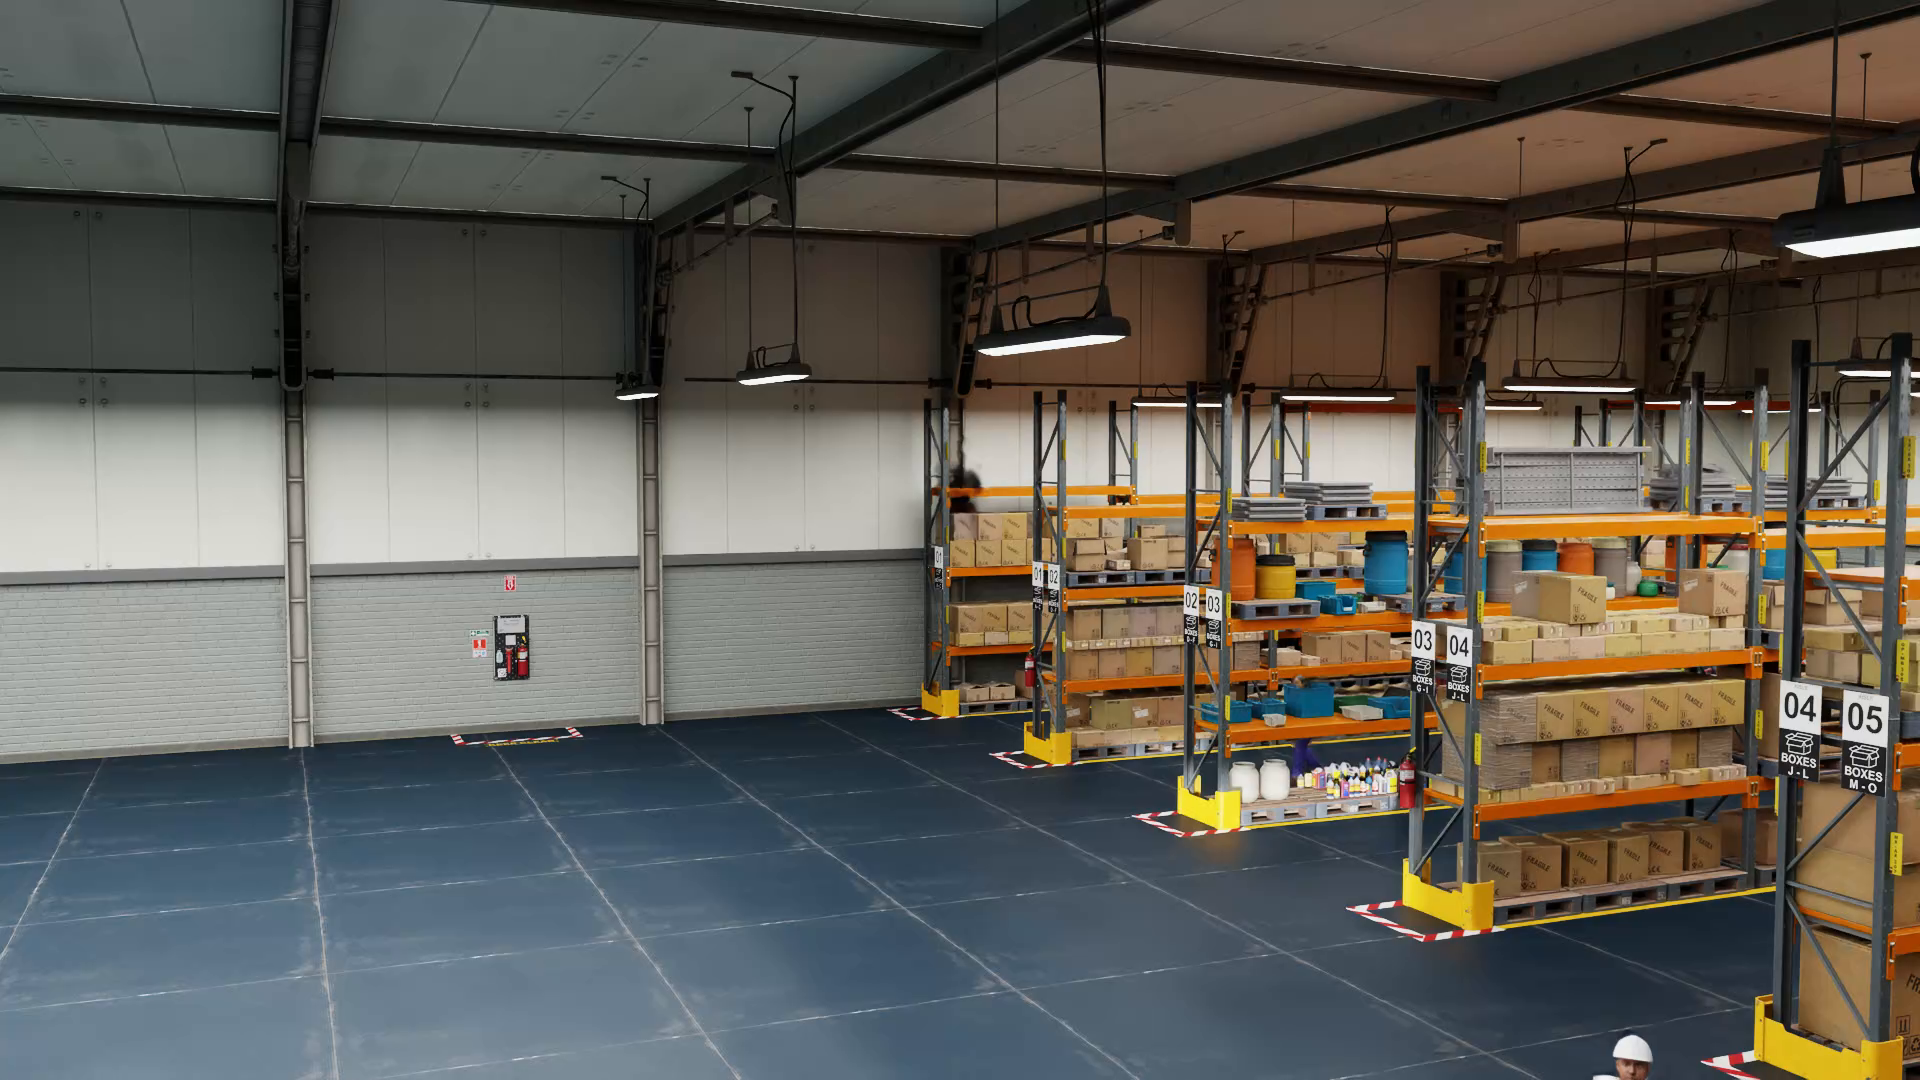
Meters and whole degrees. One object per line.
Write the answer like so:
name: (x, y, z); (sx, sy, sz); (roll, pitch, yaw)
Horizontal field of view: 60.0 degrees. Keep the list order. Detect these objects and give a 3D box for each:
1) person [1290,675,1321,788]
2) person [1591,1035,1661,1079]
person: (5.181, 2.857, 25.130); (0.901, 1.667, 0.568); (-2, 4, -33)
person: (3.845, 3.709, 9.538); (0.707, 1.794, 0.863); (1, 4, 22)
